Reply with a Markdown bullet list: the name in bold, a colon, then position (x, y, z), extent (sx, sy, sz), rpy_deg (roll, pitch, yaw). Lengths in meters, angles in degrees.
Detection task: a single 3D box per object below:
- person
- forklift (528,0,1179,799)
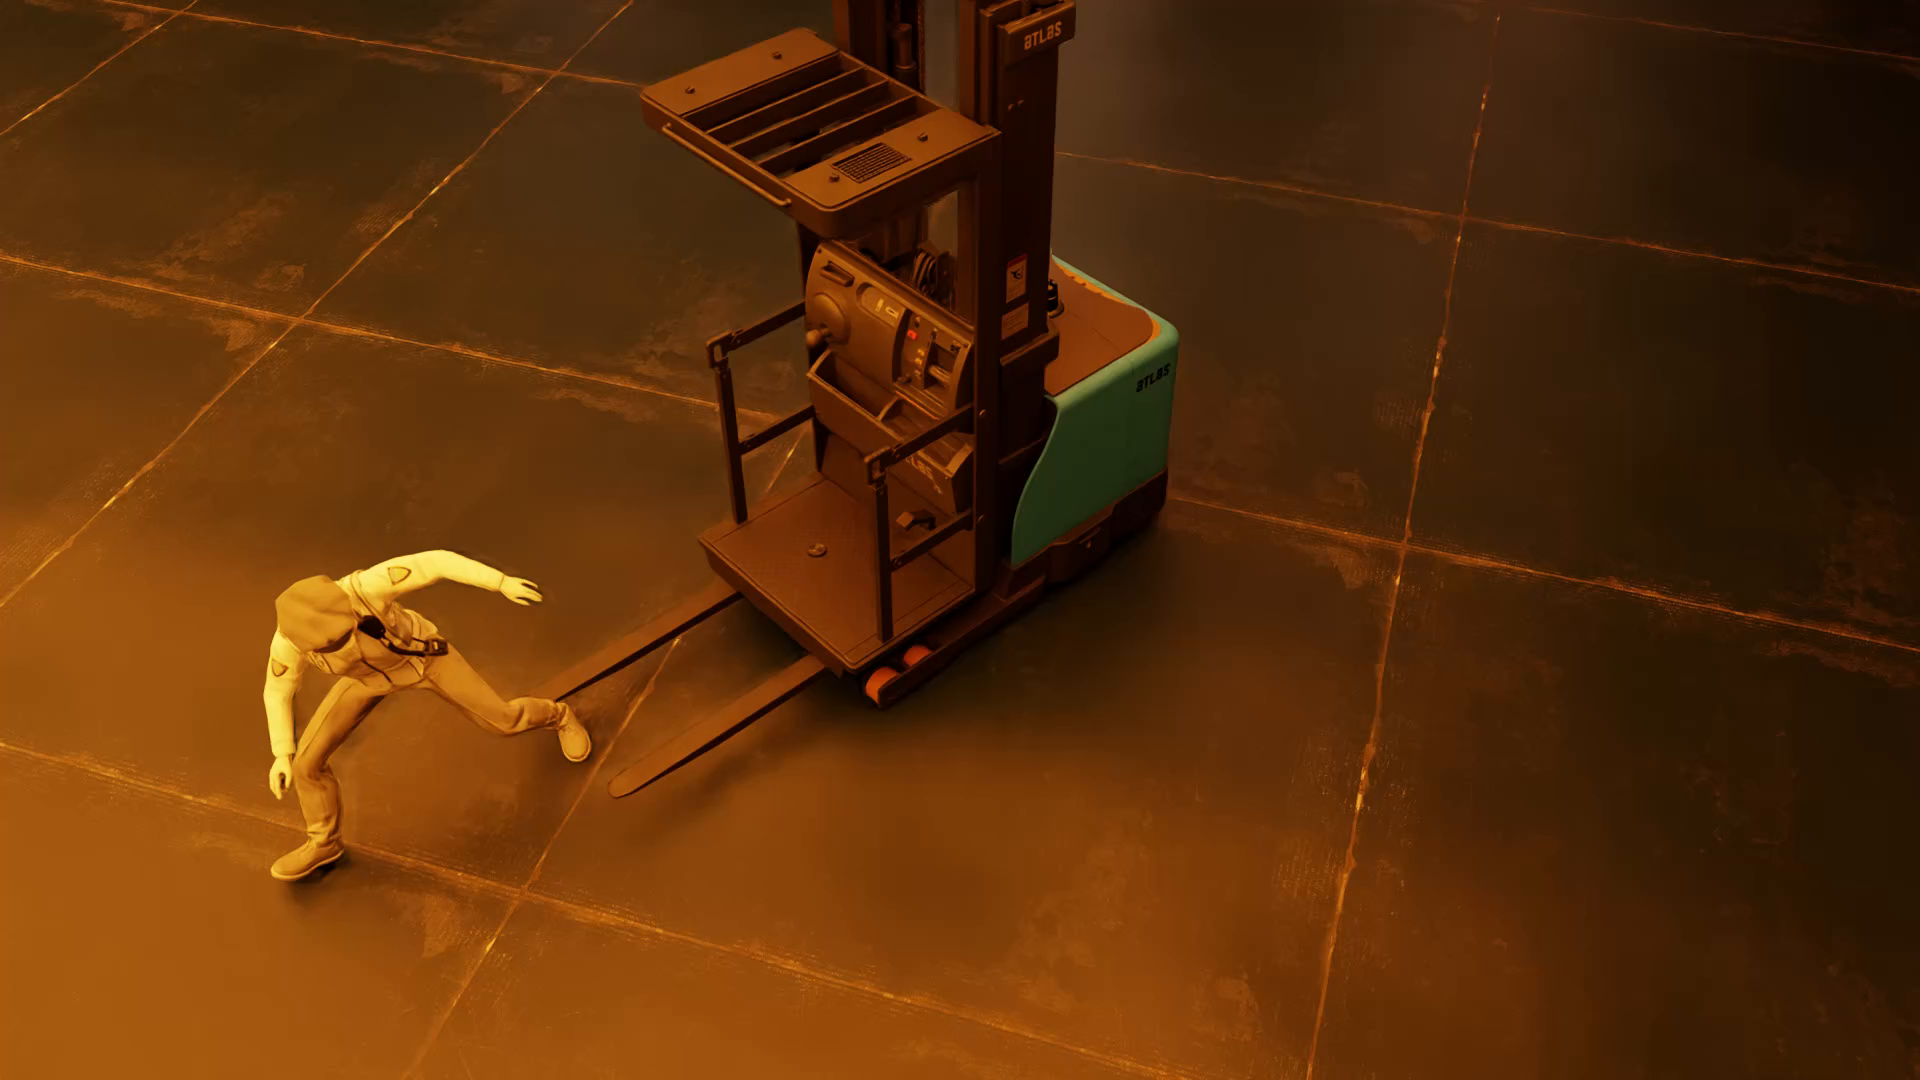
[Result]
- **person**: position (-2.087, 0.549, 6.233), extent (1.200, 1.397, 0.716), rpy_deg (-7, 43, -7)
- **forklift**: position (-0.449, -0.774, 6.521), extent (3.031, 2.935, 1.130), rpy_deg (-32, 52, -30)
